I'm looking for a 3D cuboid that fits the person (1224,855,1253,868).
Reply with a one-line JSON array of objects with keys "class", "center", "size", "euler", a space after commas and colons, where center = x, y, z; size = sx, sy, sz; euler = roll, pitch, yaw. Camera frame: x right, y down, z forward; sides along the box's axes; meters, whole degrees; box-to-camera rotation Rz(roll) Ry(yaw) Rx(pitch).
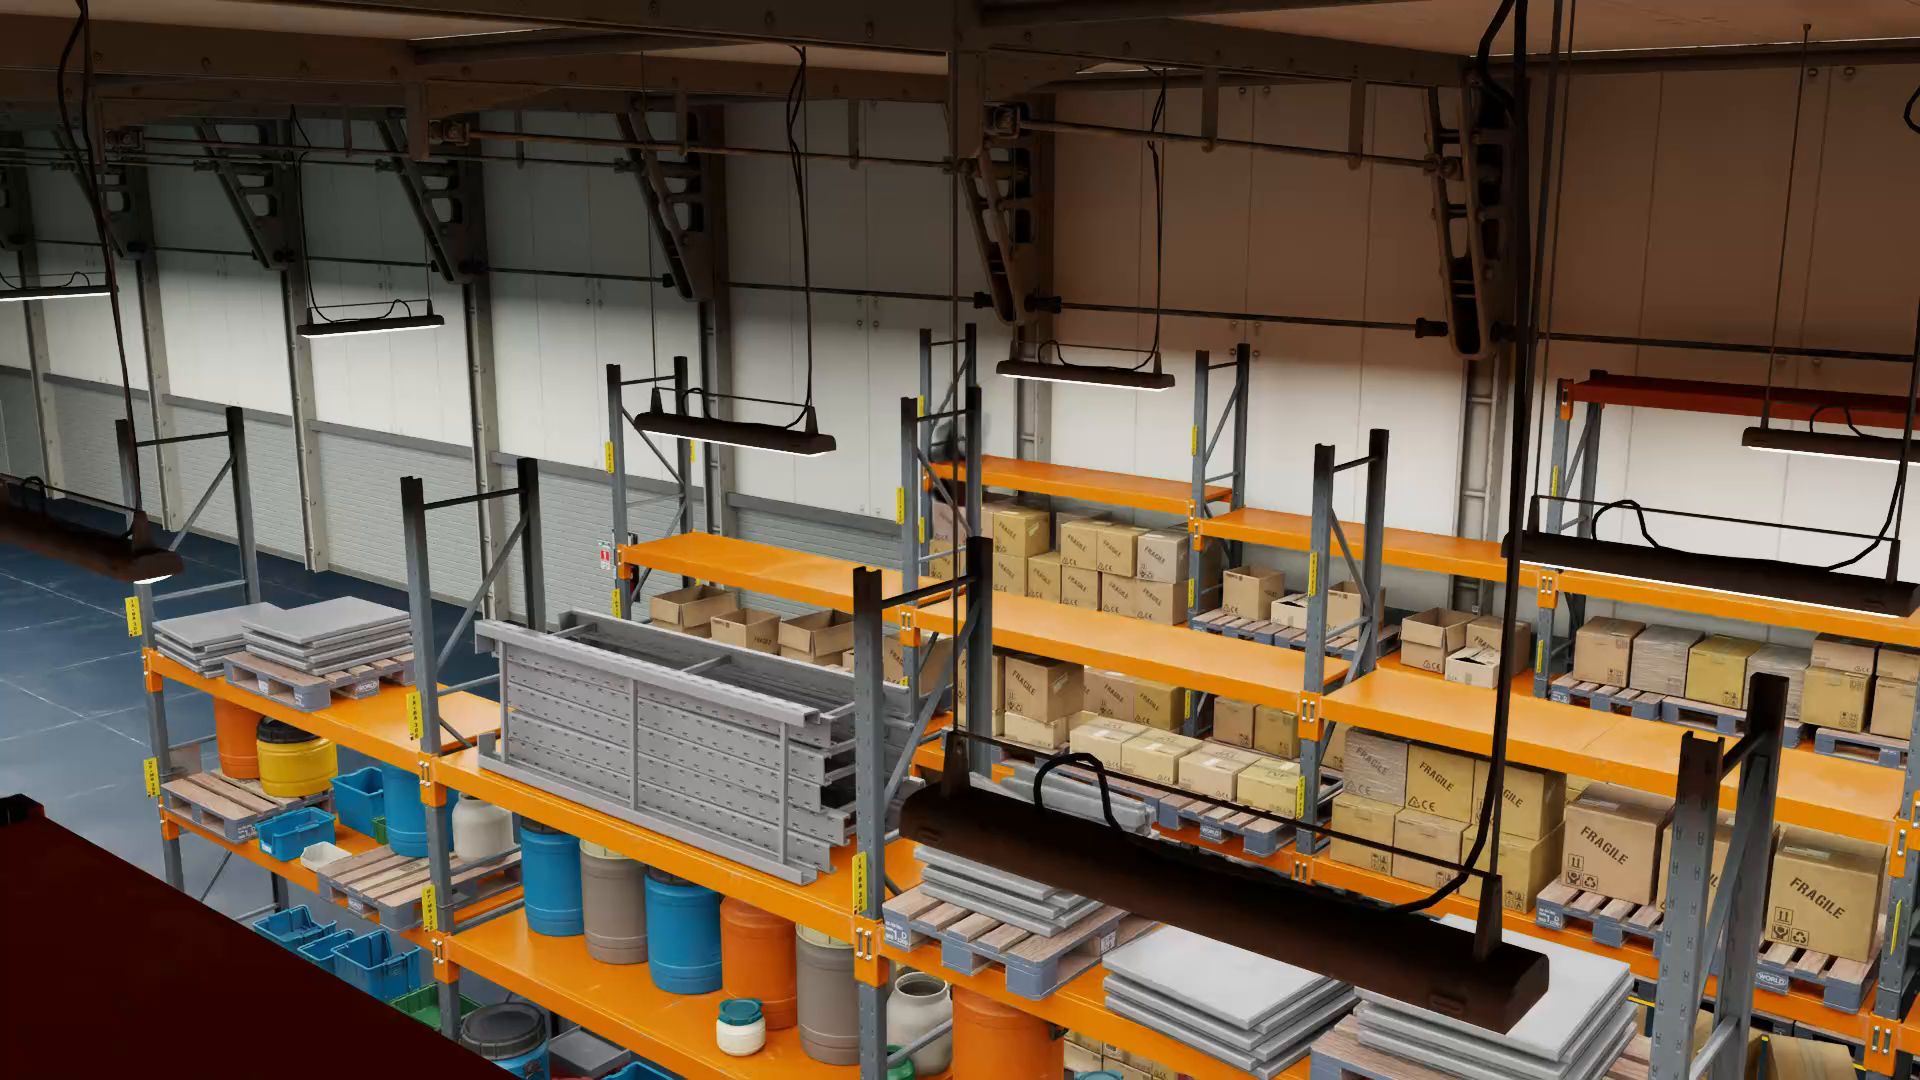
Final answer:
[{"class": "person", "center": [2.693, 3.771, 15.879], "size": [0.841, 1.667, 0.607], "euler": [8, 15, 33]}]
